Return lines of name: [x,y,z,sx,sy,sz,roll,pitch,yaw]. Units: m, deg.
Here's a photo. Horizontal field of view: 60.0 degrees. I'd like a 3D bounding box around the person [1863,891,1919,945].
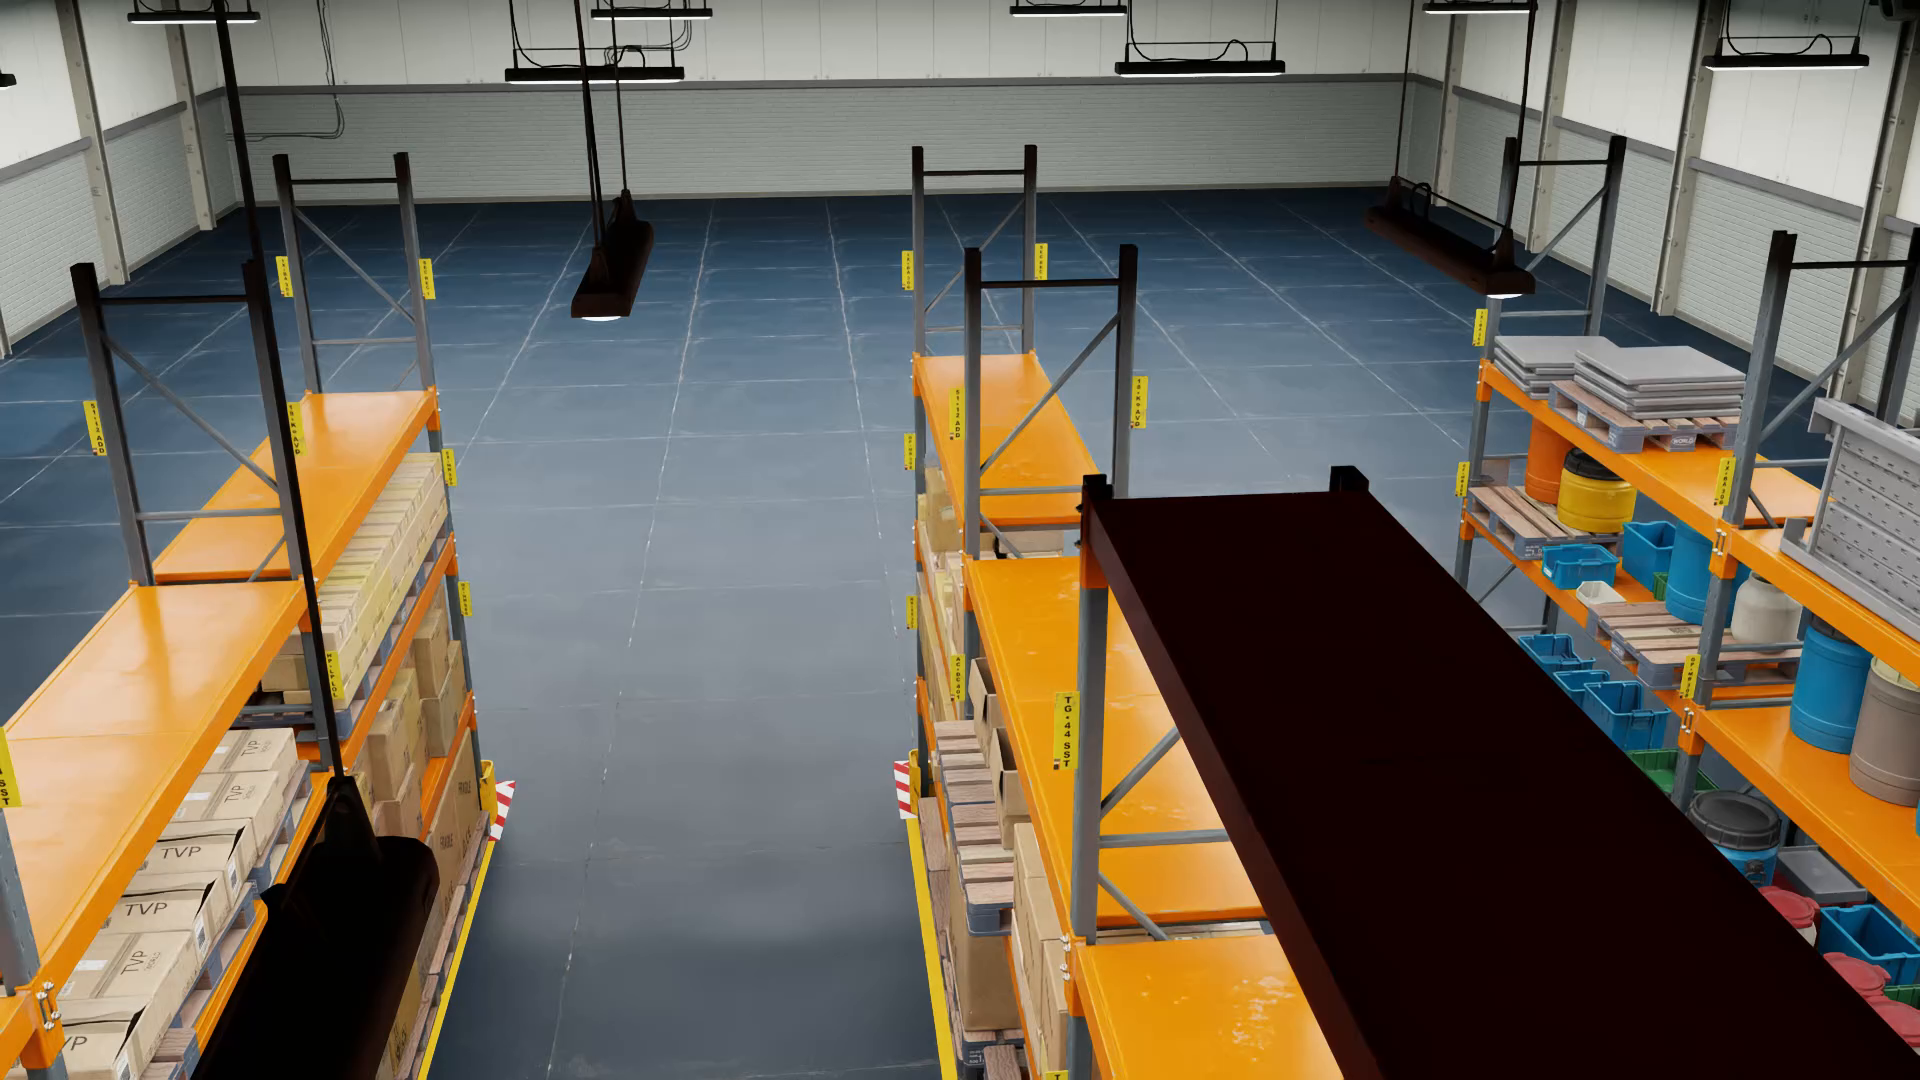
person: [7.490,2.389,13.233,0.630,1.734,0.950,1,22,3]
